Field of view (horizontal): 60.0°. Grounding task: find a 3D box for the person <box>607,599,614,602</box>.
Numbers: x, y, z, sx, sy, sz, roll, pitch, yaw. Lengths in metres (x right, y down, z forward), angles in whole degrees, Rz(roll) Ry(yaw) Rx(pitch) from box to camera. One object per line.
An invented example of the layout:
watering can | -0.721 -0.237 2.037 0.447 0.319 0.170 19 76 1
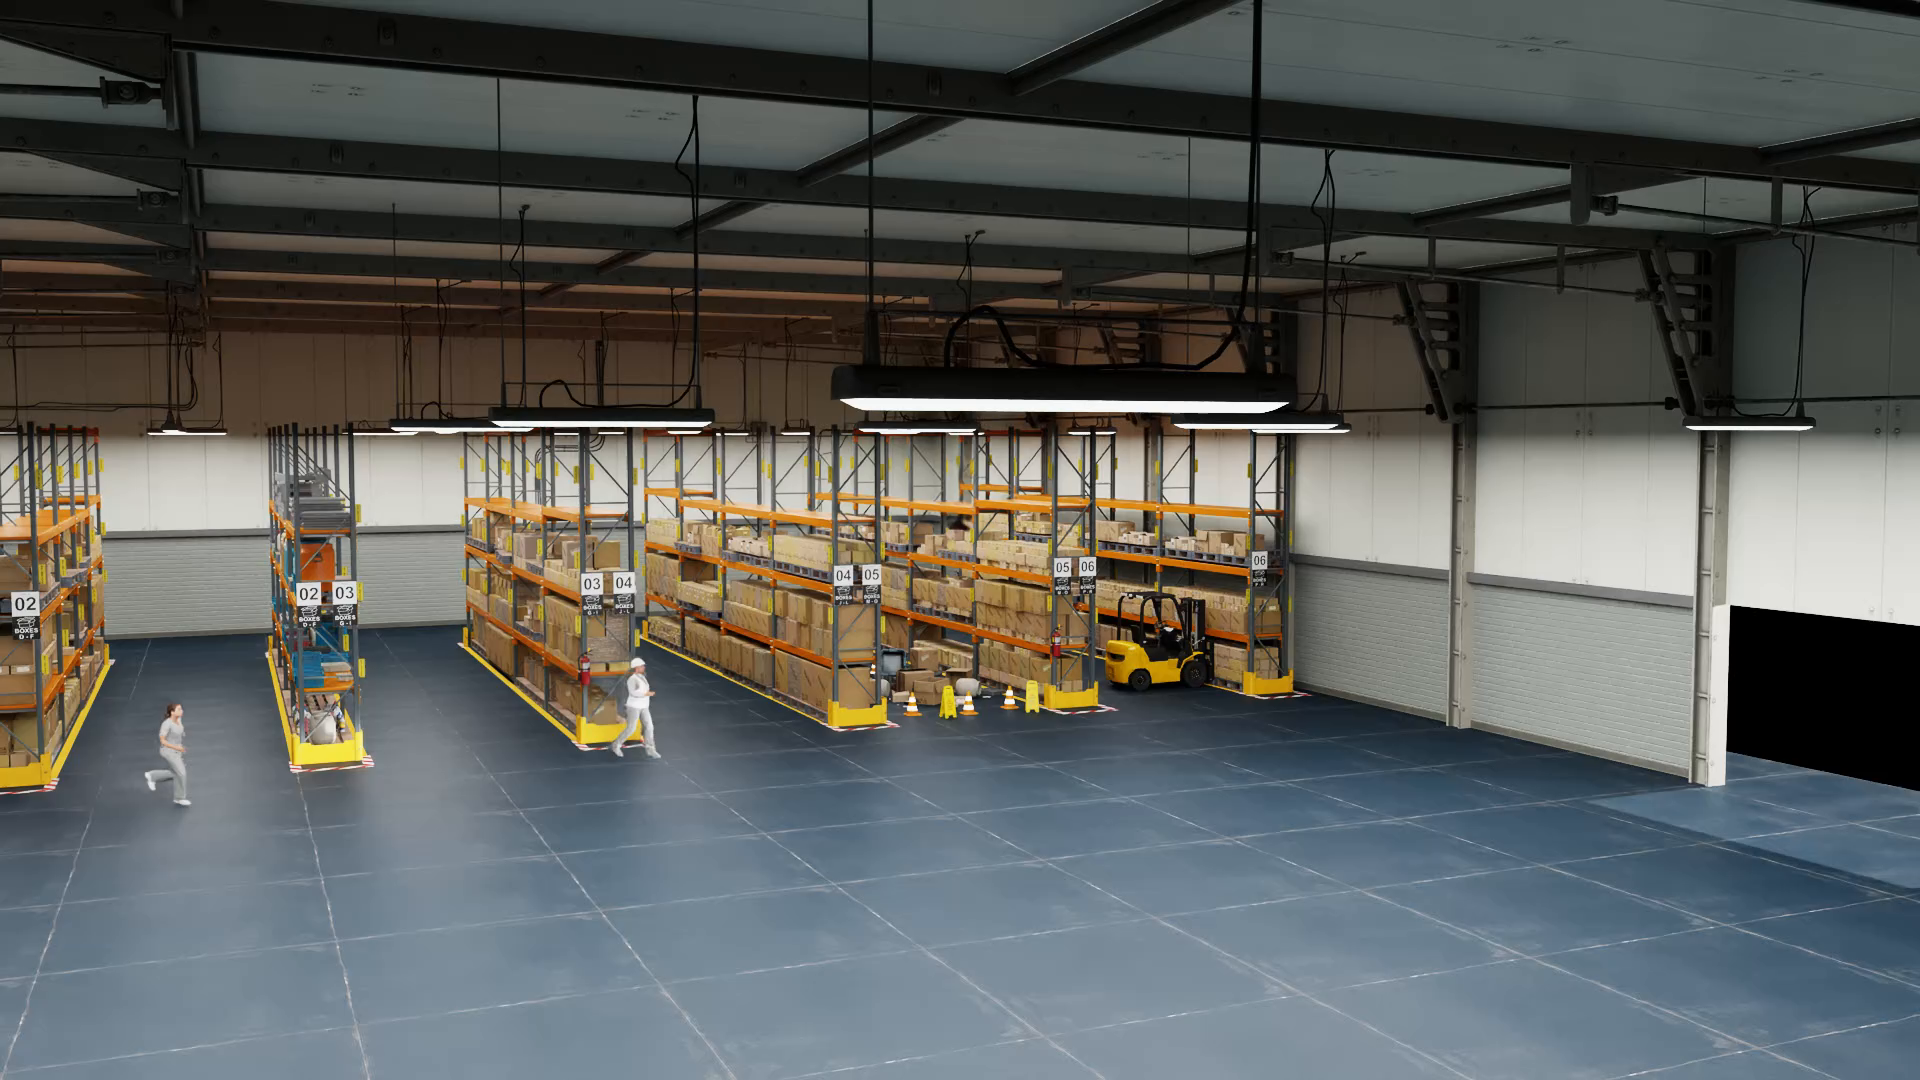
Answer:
person | -9.909 1.962 47.752 0.747 1.693 0.535 1 4 14

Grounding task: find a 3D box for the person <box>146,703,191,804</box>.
person | -12.401 3.347 26.002 0.691 1.627 0.588 0 3 0

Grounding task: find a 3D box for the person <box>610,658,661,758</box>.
person | -5.758 2.996 29.705 0.938 1.778 0.682 1 4 16
